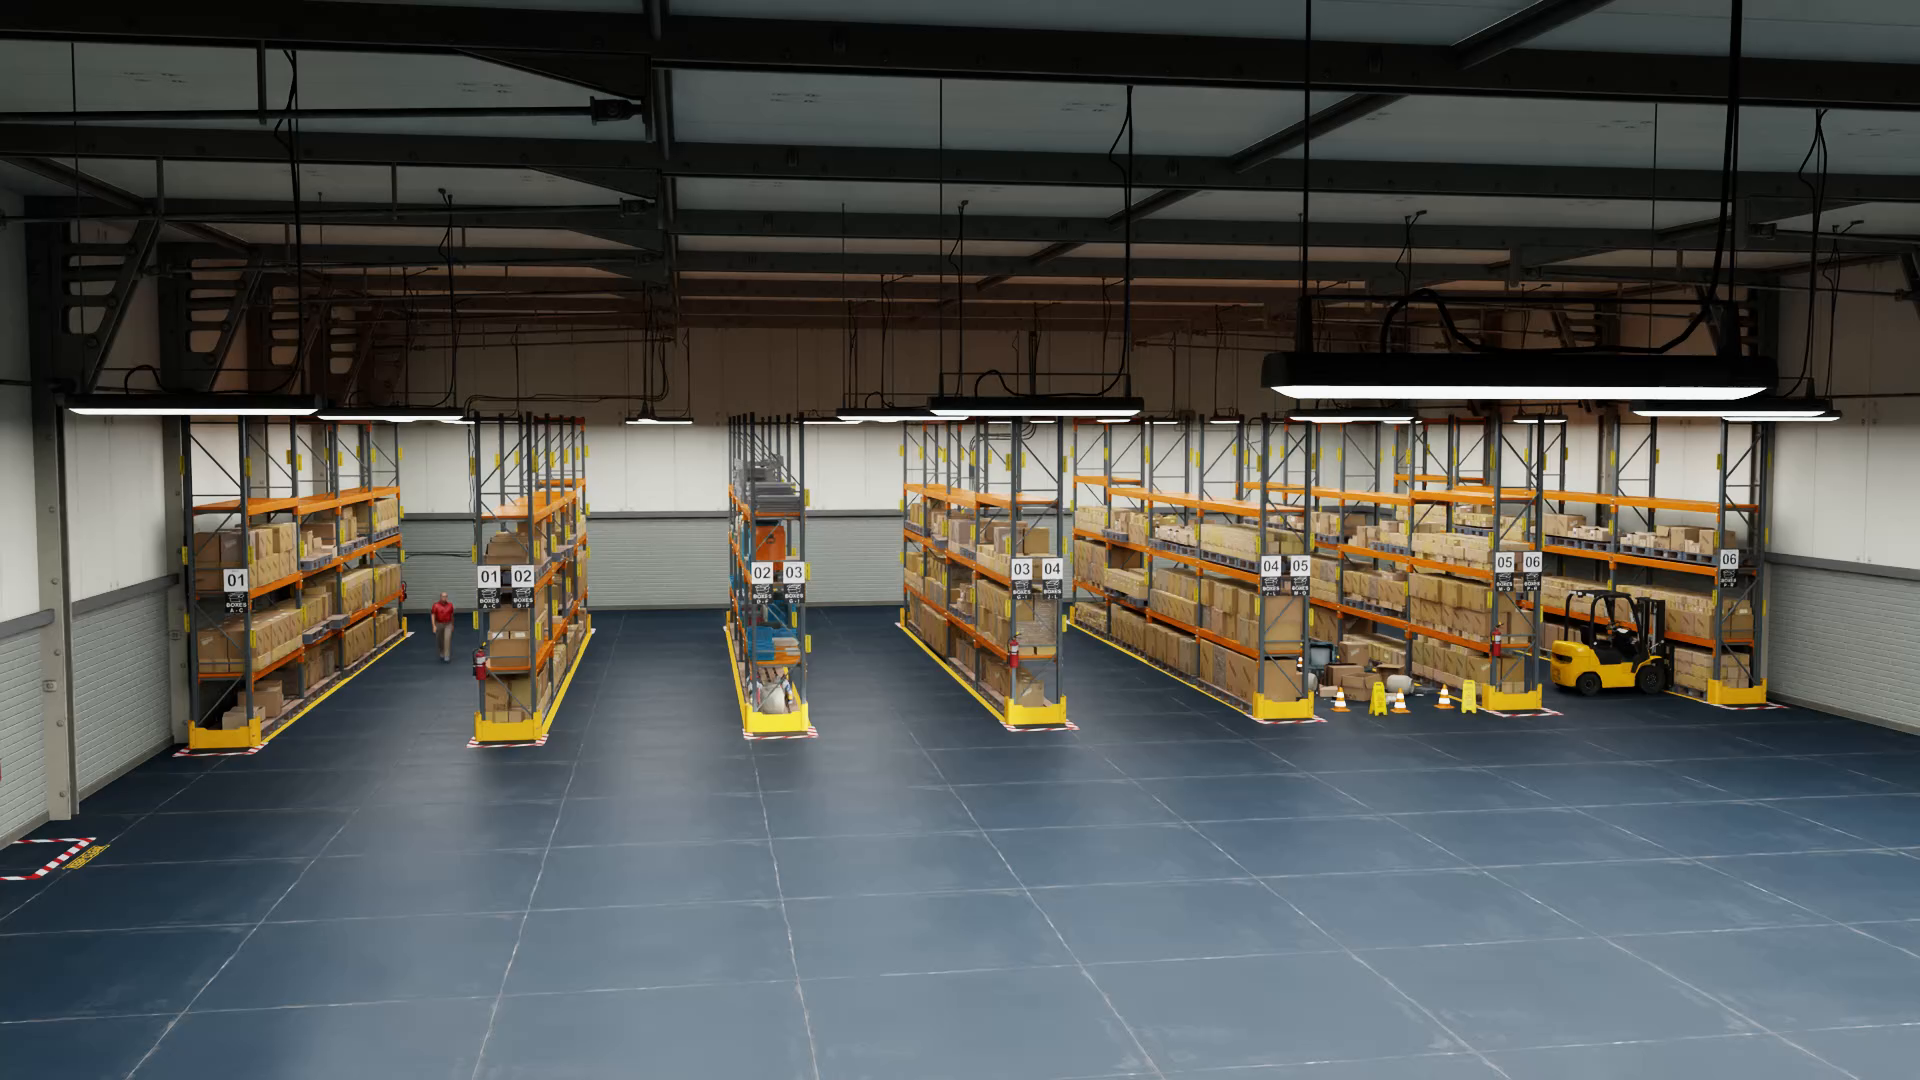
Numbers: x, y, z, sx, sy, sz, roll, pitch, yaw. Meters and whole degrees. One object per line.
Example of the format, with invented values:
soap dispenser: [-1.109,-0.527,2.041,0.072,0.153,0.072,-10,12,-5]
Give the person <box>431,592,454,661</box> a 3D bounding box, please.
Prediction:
person: [-12.676,2.111,40.697,0.507,1.664,1.099,-1,4,-12]

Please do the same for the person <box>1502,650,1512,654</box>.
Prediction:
person: [12.425,2.351,37.884,0.438,1.596,0.441,0,4,-3]
